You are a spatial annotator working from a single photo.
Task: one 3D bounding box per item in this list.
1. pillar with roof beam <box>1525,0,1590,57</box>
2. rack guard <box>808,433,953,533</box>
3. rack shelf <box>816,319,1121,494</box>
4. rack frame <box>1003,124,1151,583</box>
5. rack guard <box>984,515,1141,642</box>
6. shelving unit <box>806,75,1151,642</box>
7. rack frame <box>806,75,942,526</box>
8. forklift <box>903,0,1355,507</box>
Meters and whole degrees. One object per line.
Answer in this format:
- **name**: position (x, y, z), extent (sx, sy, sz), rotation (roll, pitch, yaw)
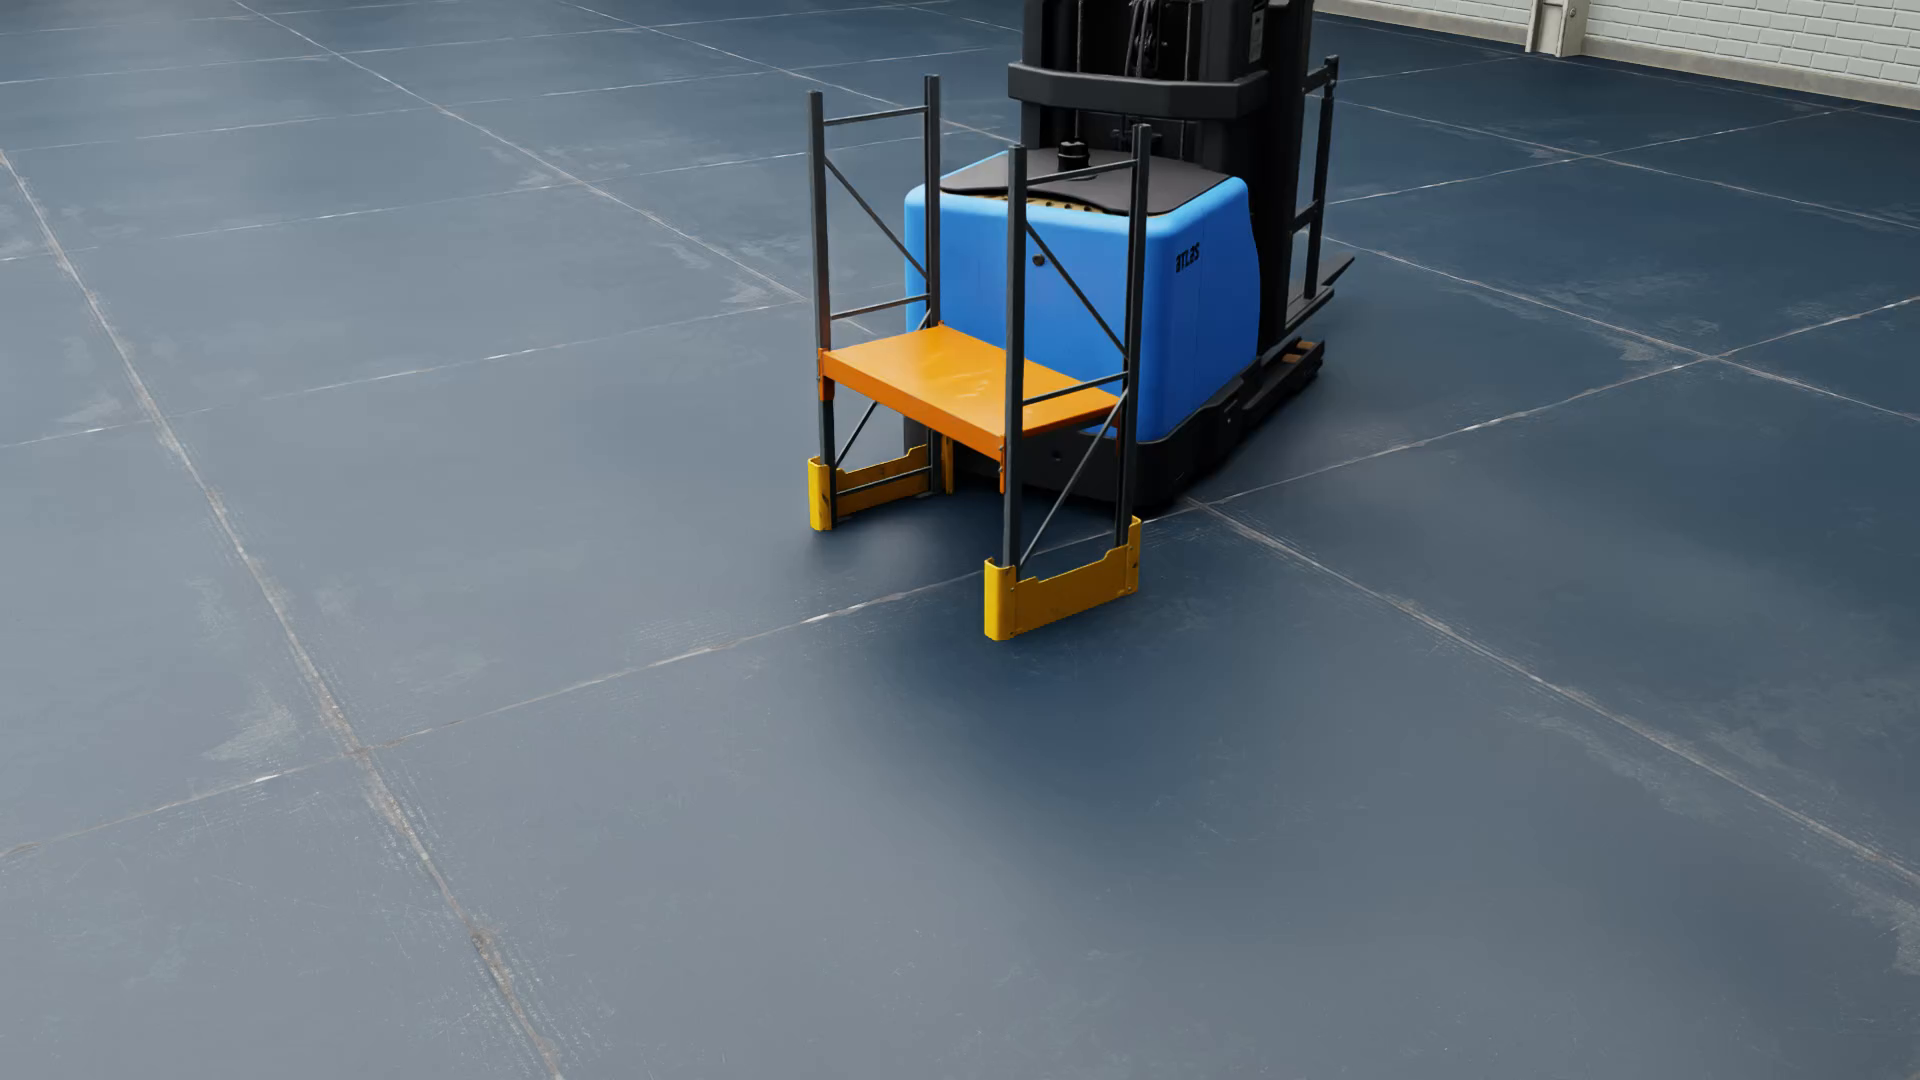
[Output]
- **pillar with roof beam**: position (1.803, -7.509, 11.114), extent (9.100, 9.000, 0.400), rotation (-16, 29, -30)
- **rack guard**: position (-0.275, -0.225, 5.934), extent (0.587, 0.250, 0.087), rotation (-18, 31, -33)
- **rack shelf**: position (0.031, -0.455, 5.379), extent (0.538, 0.185, 1.000), rotation (-18, 31, -33)
- **rack frame**: position (0.338, -0.445, 4.936), extent (0.500, 1.500, 0.032), rotation (-18, 31, -33)
- **rack guard**: position (0.326, 0.114, 5.216), extent (0.587, 0.250, 0.087), rotation (-18, 31, -33)
- **shelving unit**: position (0.025, -0.621, 5.309), extent (0.587, 1.500, 1.083), rotation (-18, 31, -33)
- **rack frame**: position (-0.276, -0.791, 5.668), extent (0.500, 1.500, 0.032), rotation (-18, 31, -33)
- **forklift**: position (0.932, -2.035, 6.627), extent (1.130, 2.935, 3.031), rotation (13, 28, 25)
